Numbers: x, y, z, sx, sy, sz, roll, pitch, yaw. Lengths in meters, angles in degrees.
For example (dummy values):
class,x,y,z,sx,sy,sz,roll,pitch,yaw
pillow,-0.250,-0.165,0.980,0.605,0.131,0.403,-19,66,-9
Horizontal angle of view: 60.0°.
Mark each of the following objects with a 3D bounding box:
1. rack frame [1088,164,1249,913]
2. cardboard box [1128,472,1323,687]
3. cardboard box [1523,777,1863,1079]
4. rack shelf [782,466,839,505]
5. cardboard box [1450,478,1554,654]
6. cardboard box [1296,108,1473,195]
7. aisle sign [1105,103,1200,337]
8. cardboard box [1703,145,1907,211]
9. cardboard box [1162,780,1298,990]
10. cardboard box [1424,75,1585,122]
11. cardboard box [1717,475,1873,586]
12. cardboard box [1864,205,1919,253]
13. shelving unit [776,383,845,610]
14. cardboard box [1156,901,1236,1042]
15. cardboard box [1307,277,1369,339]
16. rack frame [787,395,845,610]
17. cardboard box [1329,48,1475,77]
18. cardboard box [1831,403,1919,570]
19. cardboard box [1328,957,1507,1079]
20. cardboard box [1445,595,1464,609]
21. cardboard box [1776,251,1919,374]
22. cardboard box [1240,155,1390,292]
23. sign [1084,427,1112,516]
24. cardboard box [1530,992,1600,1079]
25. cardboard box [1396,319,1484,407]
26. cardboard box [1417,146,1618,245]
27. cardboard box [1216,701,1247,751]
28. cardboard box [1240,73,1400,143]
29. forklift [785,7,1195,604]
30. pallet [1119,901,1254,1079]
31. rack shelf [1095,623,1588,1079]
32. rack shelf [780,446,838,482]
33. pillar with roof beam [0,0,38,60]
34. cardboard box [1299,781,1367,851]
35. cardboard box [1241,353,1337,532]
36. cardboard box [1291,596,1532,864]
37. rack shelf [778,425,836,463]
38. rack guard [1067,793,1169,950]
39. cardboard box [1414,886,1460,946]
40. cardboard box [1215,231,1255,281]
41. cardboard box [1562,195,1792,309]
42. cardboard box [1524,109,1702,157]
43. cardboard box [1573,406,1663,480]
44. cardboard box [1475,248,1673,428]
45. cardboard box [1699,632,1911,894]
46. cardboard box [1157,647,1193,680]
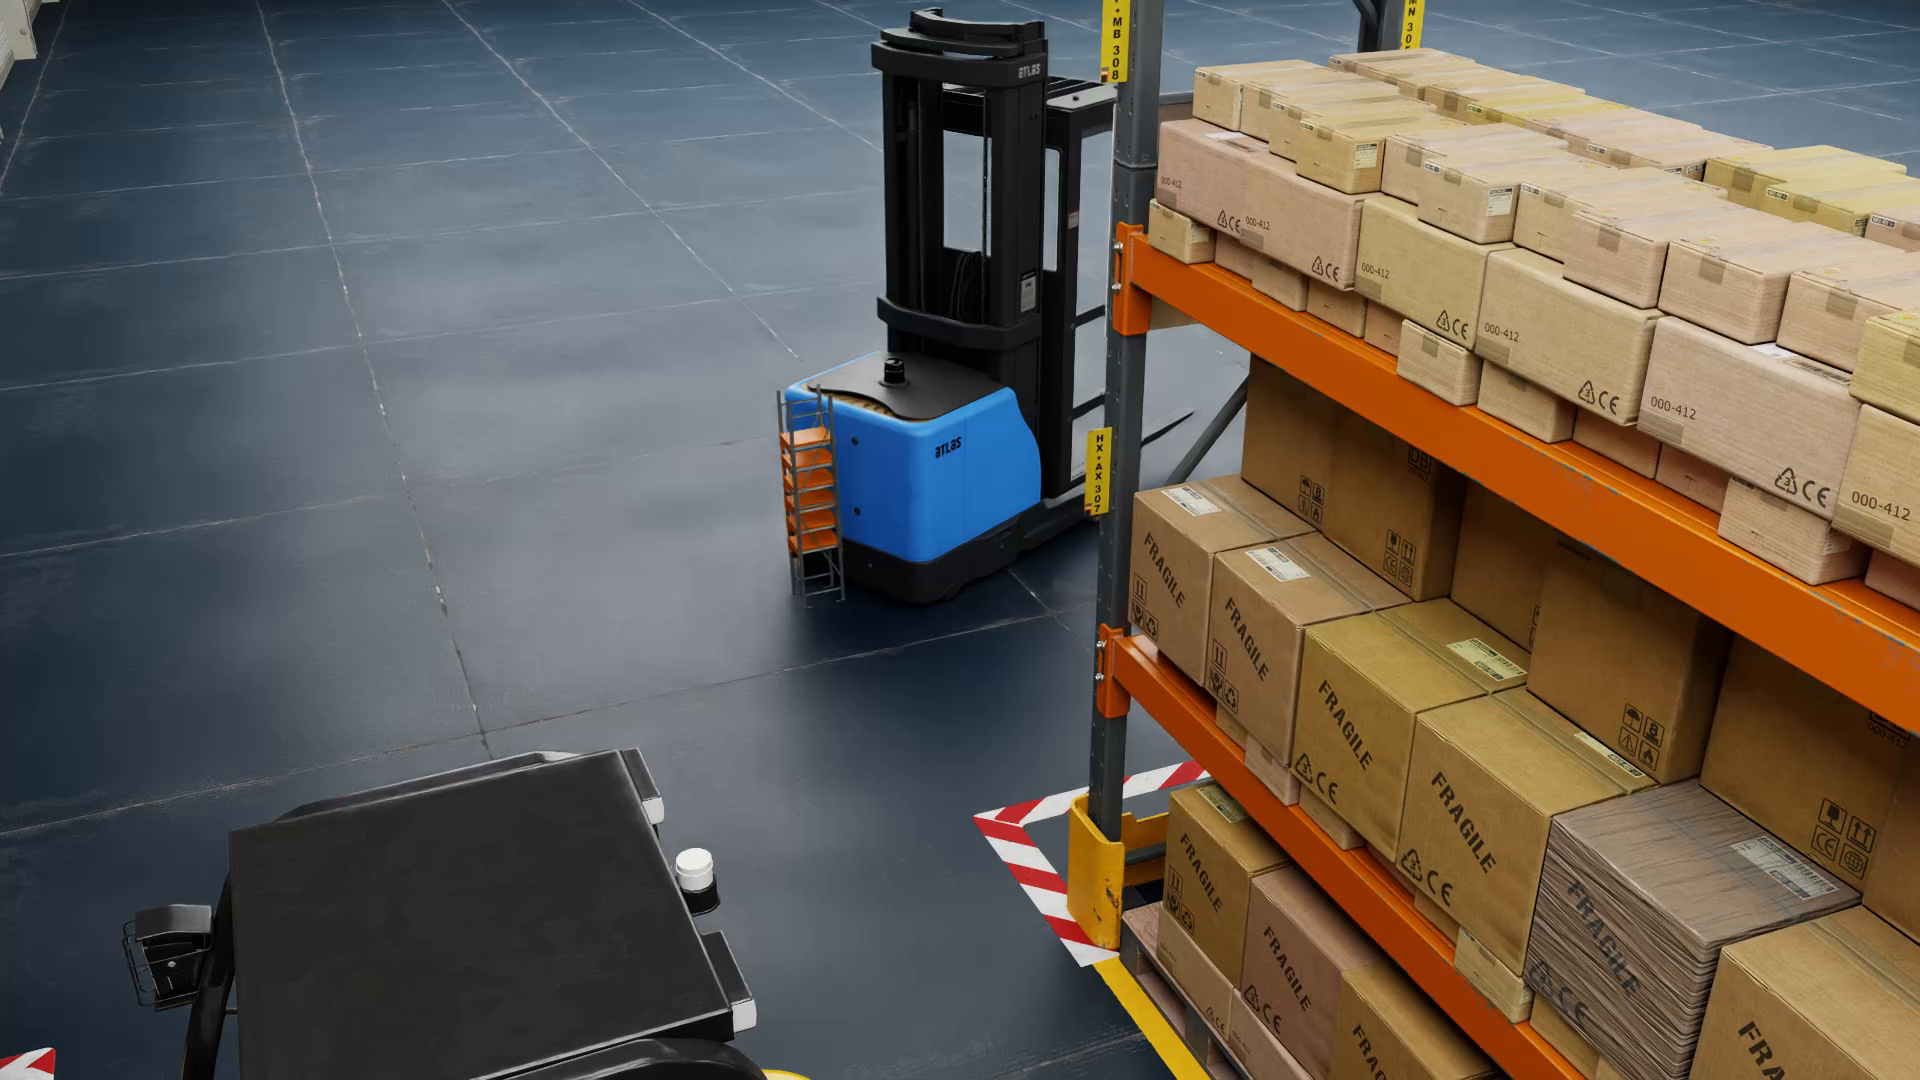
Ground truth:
class,x,y,z,sx,sy,sz,roll,pitch,yaw
rack frame,0.986,0.057,6.214,1.000,3.000,0.127,-11,28,-21
cardboard box,0.917,0.118,5.637,0.500,0.500,0.500,-11,28,-21
cardboard box,1.735,0.942,3.950,0.500,0.500,0.500,-10,28,-19
rack shelf,-0.789,-0.289,8.793,0.258,0.103,0.180,-12,28,-20
cardboard box,1.873,-0.008,4.755,0.700,0.500,0.500,-11,28,-21
cardboard box,1.122,-1.033,4.405,0.380,0.149,0.250,-11,28,-21
aisle sign,0.677,-1.083,5.585,0.394,0.787,0.004,-11,28,-21
cardboard box,2.022,-0.837,4.004,0.380,0.149,0.250,-10,28,-19
cardboard box,1.058,1.150,5.777,0.500,0.500,0.500,-12,28,-22
cardboard box,1.573,-1.240,4.829,0.380,0.149,0.250,-11,28,-21
cardboard box,1.759,-0.056,3.313,0.380,0.149,0.250,-10,28,-19
cardboard box,2.169,-0.621,3.561,0.380,0.149,0.250,-11,28,-21
shelving unit,-0.787,-0.221,8.827,0.258,1.200,0.189,-12,28,-20
cardboard box,1.048,1.477,5.961,0.500,0.250,0.500,-11,28,-21
cardboard box,1.194,-0.689,4.609,0.380,0.149,0.250,-11,28,-21
rack frame,-0.752,-0.184,8.751,0.240,1.200,0.006,-12,28,-20
cardboard box,1.391,-1.450,5.260,0.380,0.149,0.250,-10,28,-20
cardboard box,1.933,-0.078,2.904,0.500,0.250,0.500,-11,28,-21
cardboard box,1.455,1.564,4.928,0.500,0.500,0.500,-10,28,-20
cardboard box,1.644,0.253,5.359,0.500,0.500,0.500,-11,28,-20
cardboard box,1.806,-0.430,3.170,0.380,0.149,0.250,-11,28,-22
cardboard box,1.126,-0.903,4.594,0.500,0.250,0.500,-11,28,-21
sign,0.487,-0.238,5.833,0.100,0.325,0.005,-11,28,-21
cardboard box,1.673,1.190,4.181,0.380,0.149,0.250,-11,28,-22
cardboard box,1.327,-0.467,4.155,0.380,0.149,0.250,-10,28,-20
cardboard box,1.334,-0.830,3.989,0.380,0.149,0.250,-10,28,-19
cardboard box,1.070,0.563,5.463,0.380,0.149,0.250,-12,28,-22
cardboard box,1.051,-1.258,4.867,0.380,0.149,0.250,-11,28,-21
forklift,0.347,-1.554,9.591,1.130,2.935,3.031,19,32,34
pallet,1.302,1.675,6.079,1.003,0.211,1.213,-11,28,-21
rack shelf,1.770,1.188,4.718,1.077,0.370,4.000,-11,28,-21
rack shelf,-0.792,-0.396,8.739,0.258,0.103,0.180,-12,28,-20
pillar with roof beam,-9.574,-11.777,23.614,9.100,9.000,0.400,-11,28,-21
cardboard box,1.259,0.772,5.035,0.380,0.149,0.250,-10,28,-19
cardboard box,1.387,-0.402,5.562,0.700,0.500,0.500,-11,28,-22
cardboard box,1.323,0.532,4.789,0.500,0.500,0.500,-11,28,-22
rack shelf,-0.796,-0.503,8.685,0.258,0.103,0.180,-12,28,-20
rack guard,1.016,1.211,6.699,1.175,0.500,0.348,-11,28,-21
cardboard box,1.494,0.980,4.610,0.380,0.149,0.250,-11,28,-22
cardboard box,1.003,-0.897,5.037,0.380,0.149,0.250,-12,28,-22
cardboard box,1.533,-0.621,3.562,0.380,0.149,0.250,-10,28,-20
cardboard box,1.714,-1.028,4.396,0.380,0.149,0.250,-11,28,-21
cardboard box,1.631,-0.278,3.769,0.380,0.149,0.250,-11,28,-21
cardboard box,1.534,-0.489,3.745,0.500,0.250,0.500,-10,28,-20
cardboard box,2.228,0.412,3.895,0.700,0.500,0.500,-11,28,-22
cardboard box,0.929,0.343,5.915,0.380,0.149,0.250,-10,28,-20
